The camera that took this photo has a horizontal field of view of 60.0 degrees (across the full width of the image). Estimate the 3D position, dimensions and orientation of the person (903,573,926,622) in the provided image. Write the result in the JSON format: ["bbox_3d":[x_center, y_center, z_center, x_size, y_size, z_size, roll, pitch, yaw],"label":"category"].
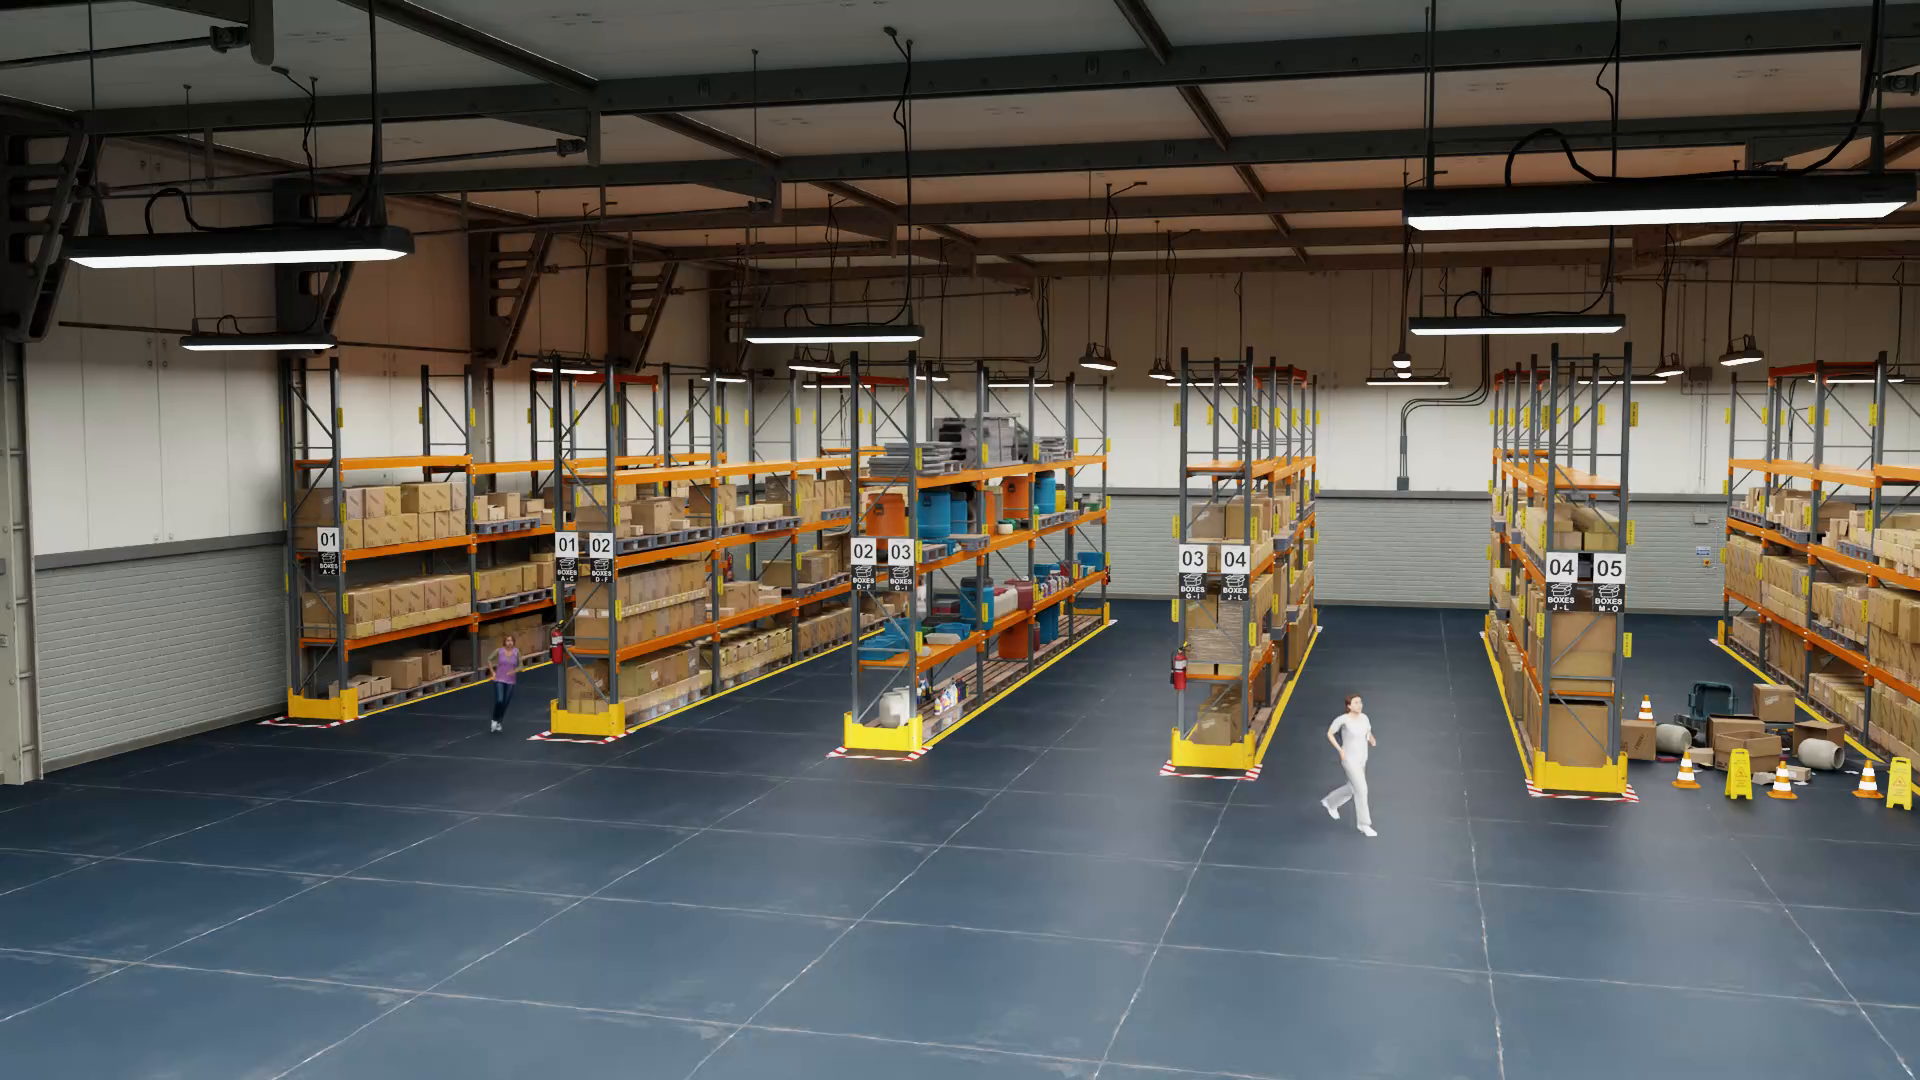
[{"bbox_3d":[-0.878,1.541,34.967,0.670,1.846,0.804,1,4,10],"label":"person"}]

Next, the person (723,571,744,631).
[{"bbox_3d":[-5.066,1.489,37.063,0.598,1.627,0.667,1,4,17],"label":"person"}]

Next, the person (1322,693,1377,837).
[{"bbox_3d":[4.768,2.696,20.208,0.557,1.661,0.892,-3,5,-32],"label":"person"}]

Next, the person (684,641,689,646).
[{"bbox_3d":[-5.577,1.734,33.275,0.589,1.696,0.846,1,4,12],"label":"person"}]

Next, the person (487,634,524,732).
[{"bbox_3d":[-7.232,2.271,26.498,0.539,1.561,0.586,-2,5,-27],"label":"person"}]
